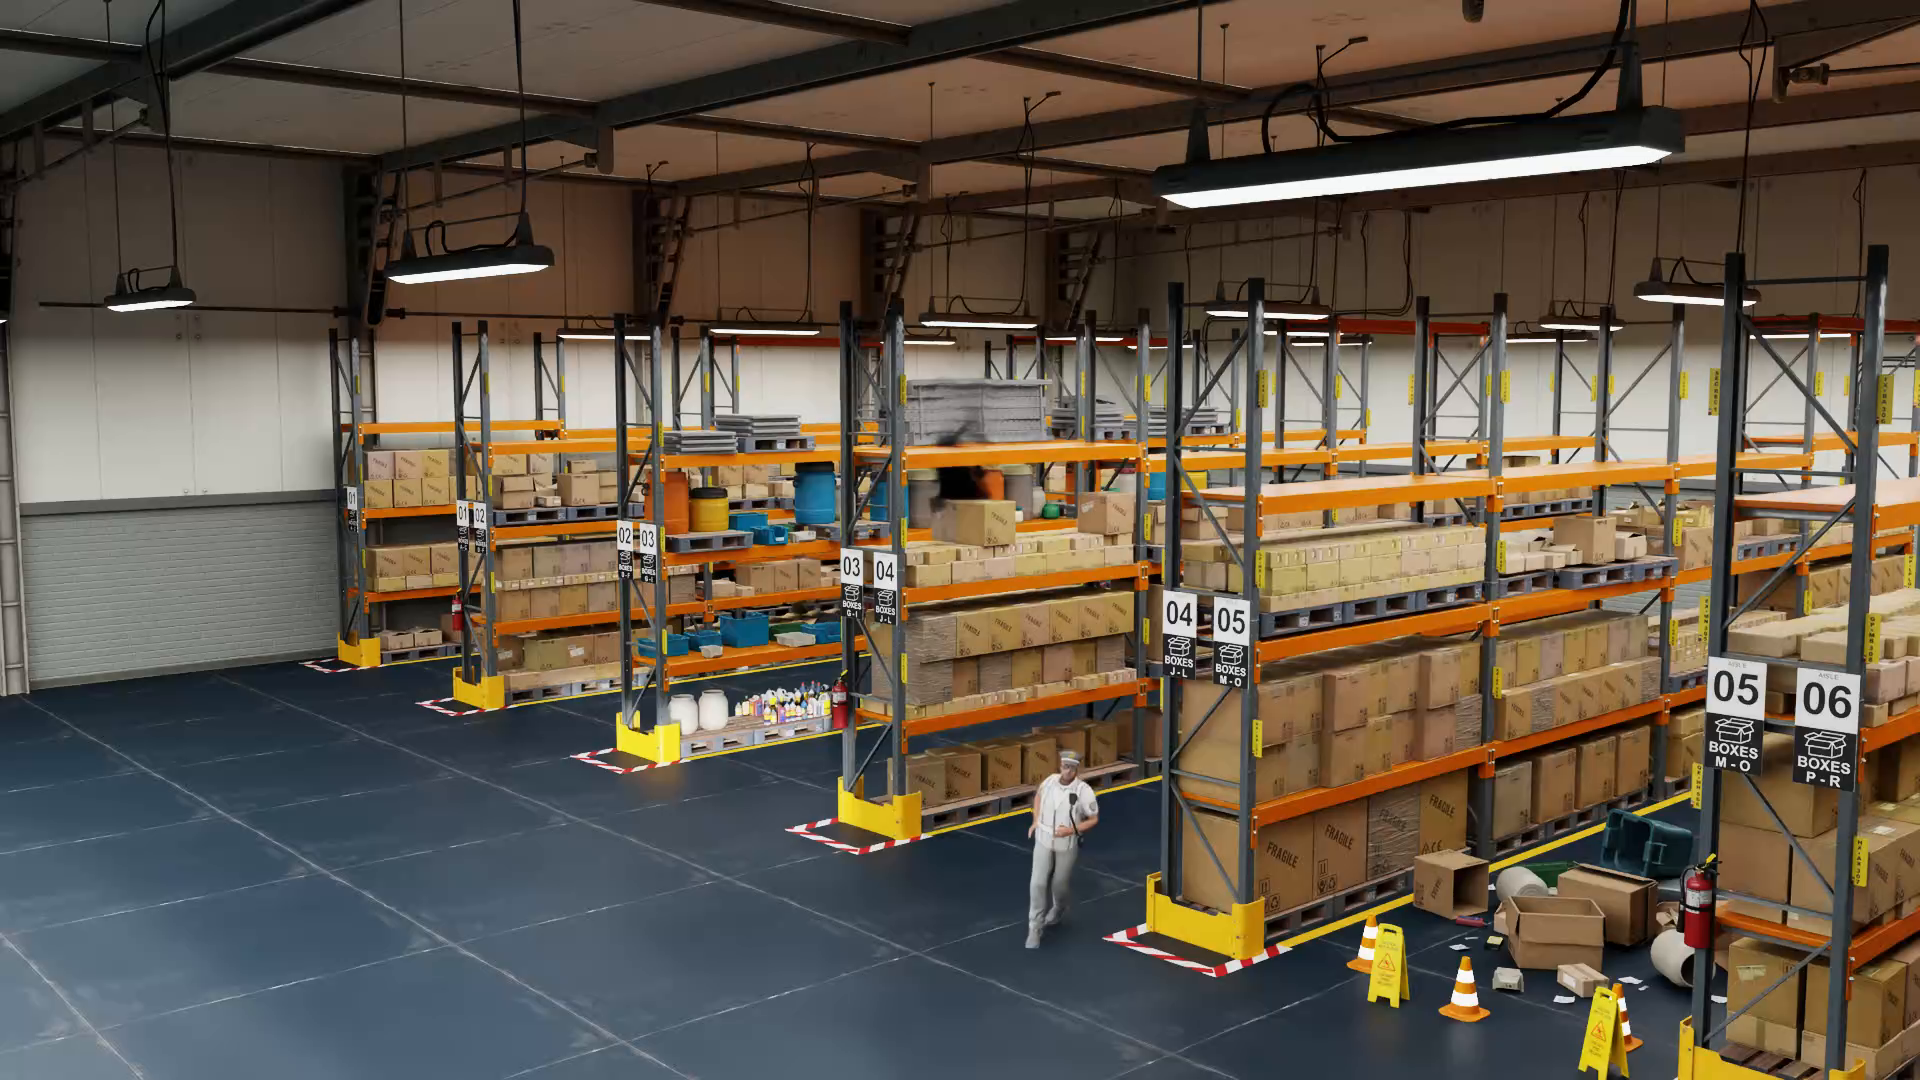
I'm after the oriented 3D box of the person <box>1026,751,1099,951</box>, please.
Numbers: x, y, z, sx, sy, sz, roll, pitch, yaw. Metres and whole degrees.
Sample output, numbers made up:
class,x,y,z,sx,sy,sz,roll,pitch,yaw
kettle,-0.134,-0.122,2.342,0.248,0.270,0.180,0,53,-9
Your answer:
class,x,y,z,sx,sy,sz,roll,pitch,yaw
person,0.949,2.794,15.245,0.670,1.791,0.825,2,6,17

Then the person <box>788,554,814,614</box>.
class,x,y,z,sx,sy,sz,roll,pitch,yaw
person,-3.221,0.967,33.201,0.701,1.784,1.034,4,7,34
